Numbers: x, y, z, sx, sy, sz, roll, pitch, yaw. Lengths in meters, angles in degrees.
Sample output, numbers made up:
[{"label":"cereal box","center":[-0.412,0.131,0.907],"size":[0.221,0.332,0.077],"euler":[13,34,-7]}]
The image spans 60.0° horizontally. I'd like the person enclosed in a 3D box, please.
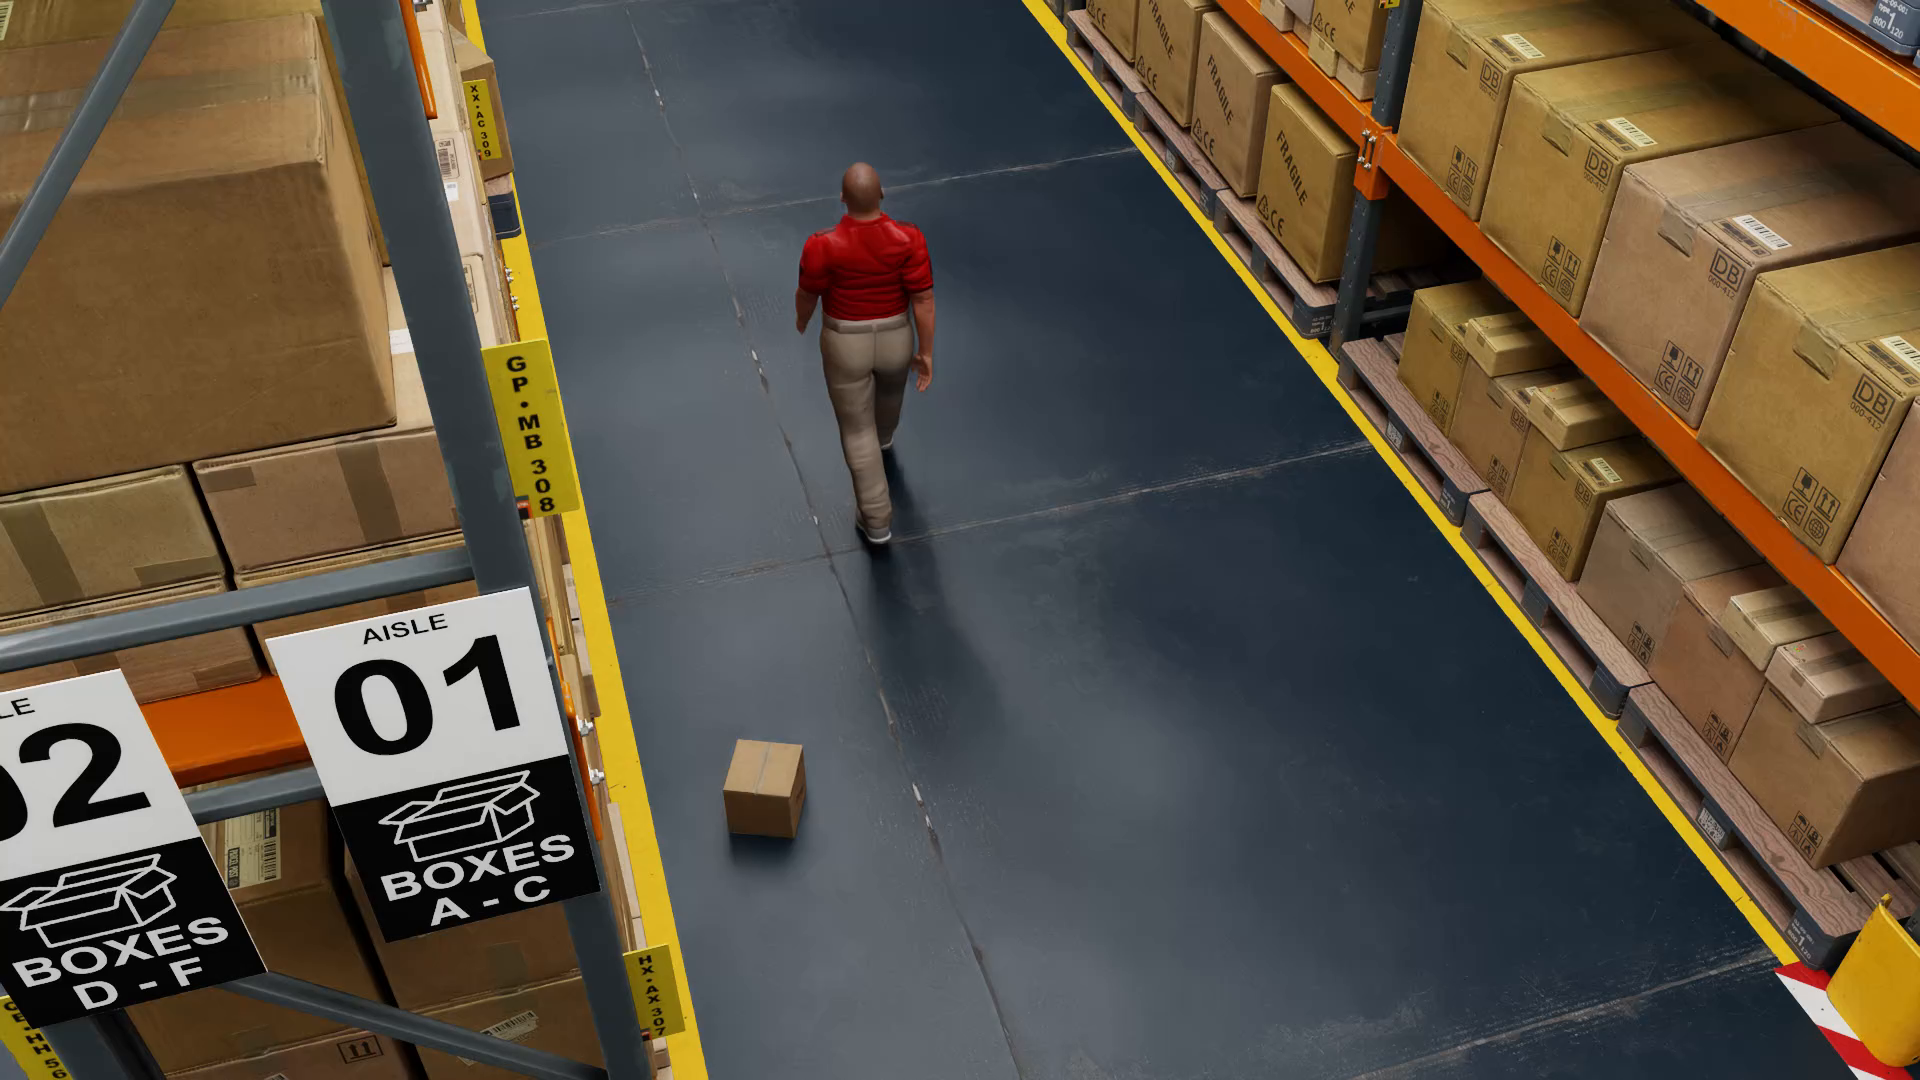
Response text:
[{"label":"person","center":[-0.423,-0.899,7.159],"size":[0.547,1.673,1.009],"euler":[-12,43,-13]}]
